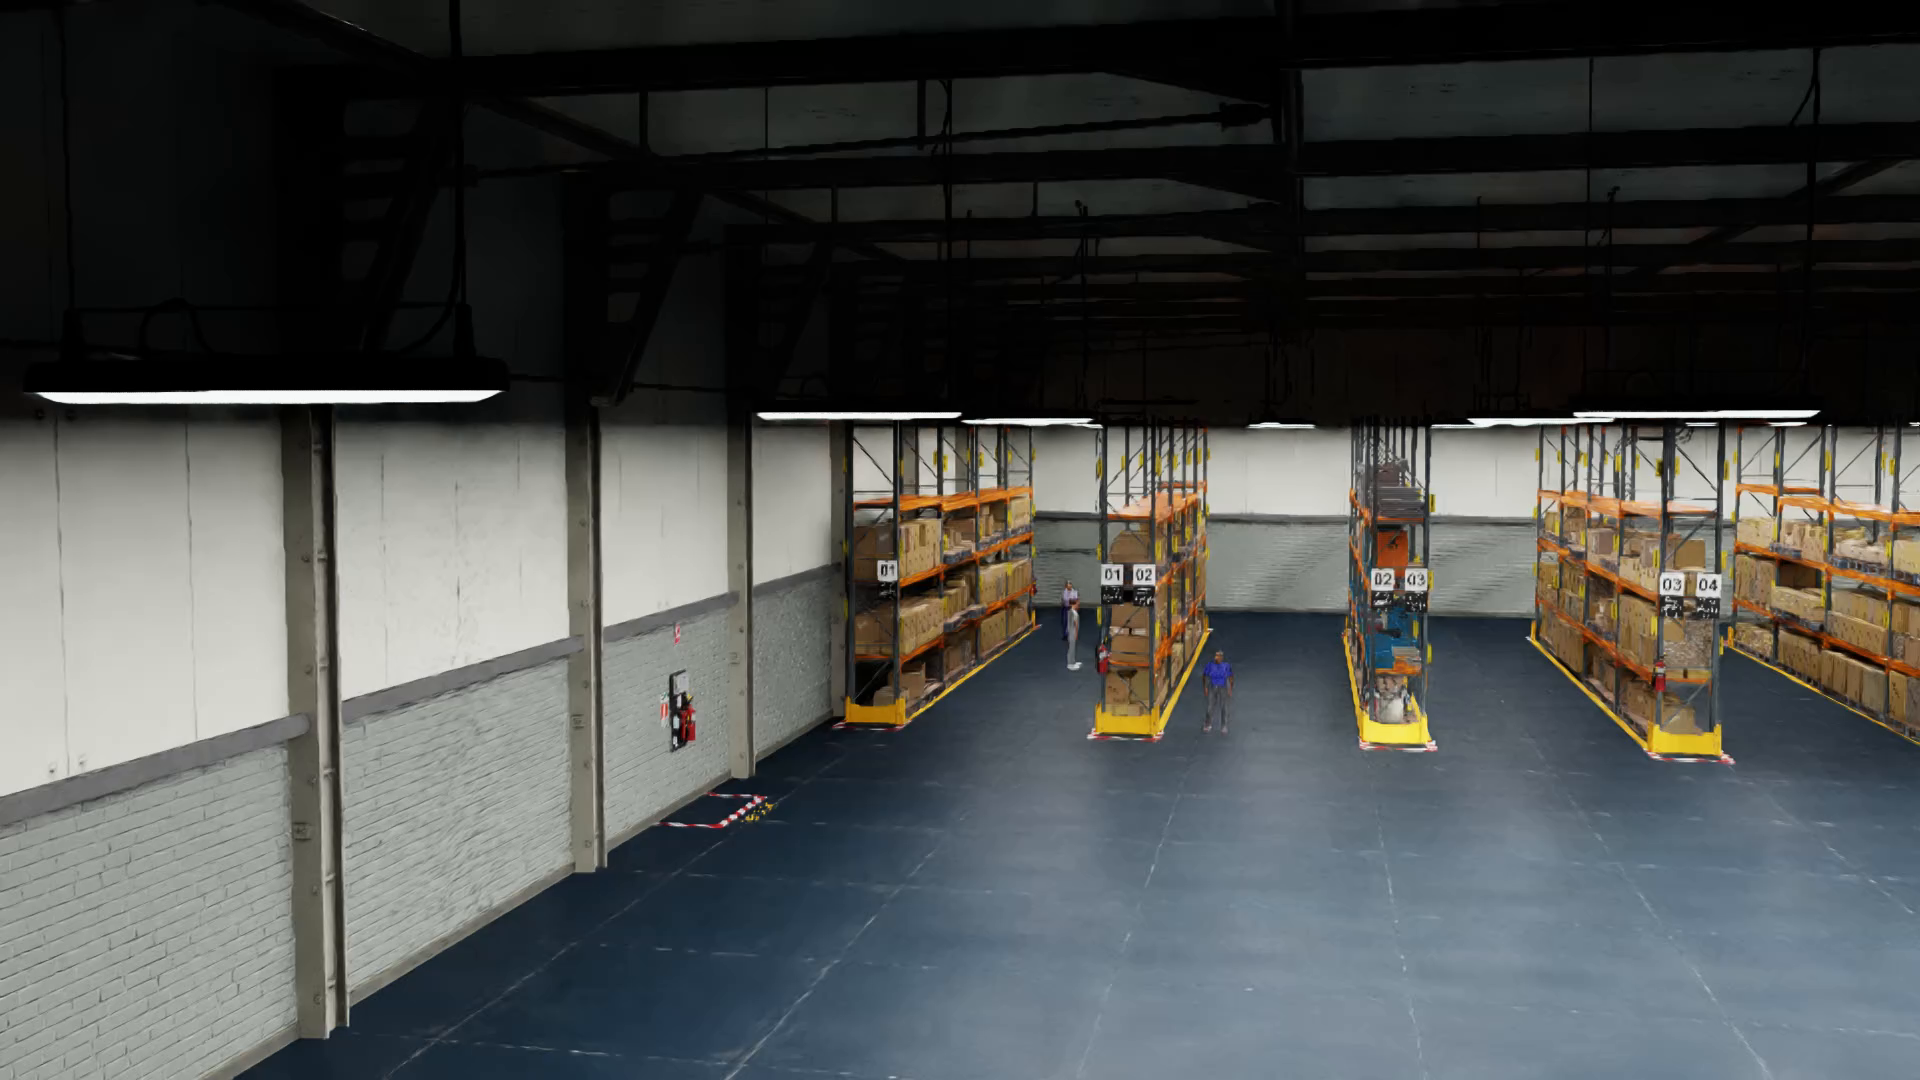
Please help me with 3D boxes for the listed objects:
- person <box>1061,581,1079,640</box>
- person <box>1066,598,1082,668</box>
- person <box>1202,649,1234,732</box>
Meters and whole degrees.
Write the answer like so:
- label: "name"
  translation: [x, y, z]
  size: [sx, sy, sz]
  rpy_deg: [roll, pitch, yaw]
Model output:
- label: "person"
  translation: [3.002, 1.904, 45.364]
  size: [0.493, 1.589, 0.991]
  rpy_deg: [1, 4, 11]
- label: "person"
  translation: [2.747, 2.218, 39.870]
  size: [0.441, 1.675, 0.496]
  rpy_deg: [-1, 4, -17]
- label: "person"
  translation: [4.867, 2.838, 31.392]
  size: [0.592, 1.604, 0.518]
  rpy_deg: [1, 4, 9]
